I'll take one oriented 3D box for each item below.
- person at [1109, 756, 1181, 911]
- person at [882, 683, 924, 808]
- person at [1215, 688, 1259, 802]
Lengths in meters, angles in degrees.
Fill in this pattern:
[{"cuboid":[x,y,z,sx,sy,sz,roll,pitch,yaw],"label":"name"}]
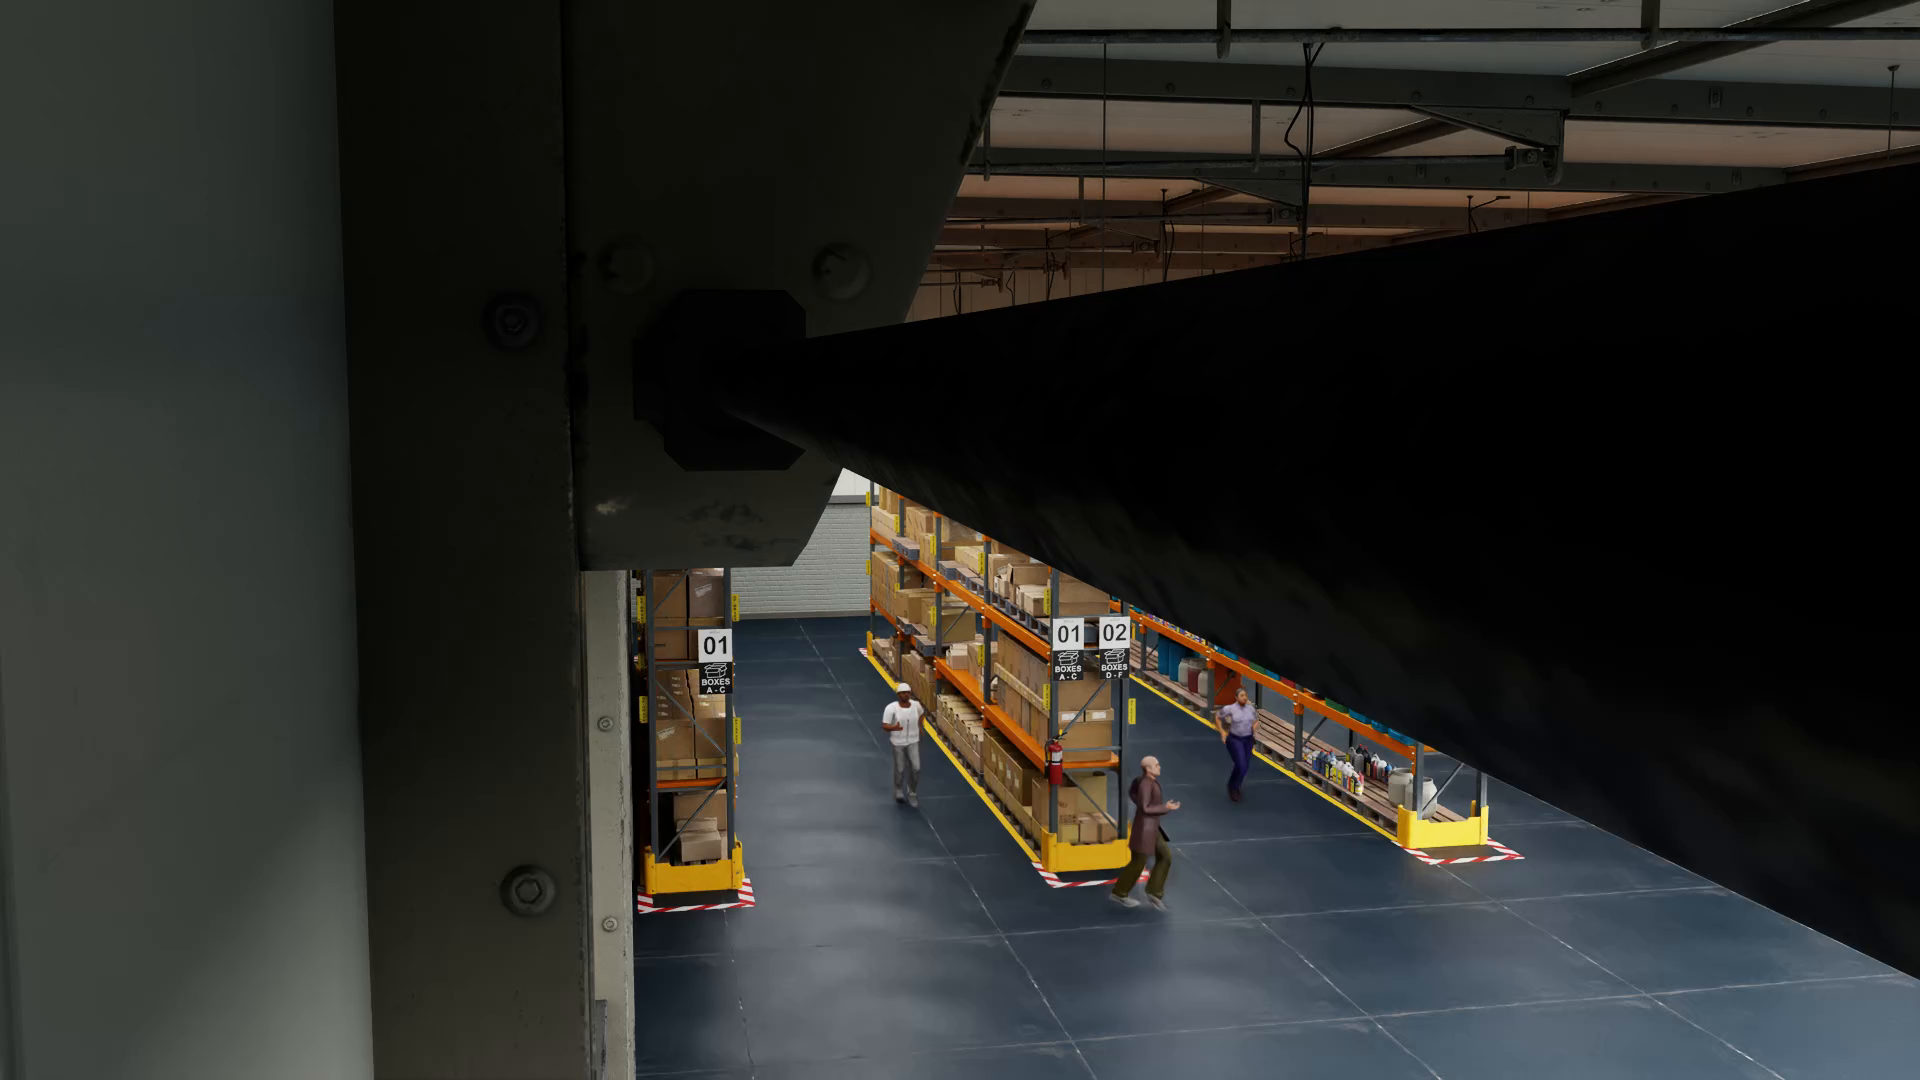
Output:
[{"cuboid":[2.193,3.446,19.436,0.789,1.829,0.707,2,6,16],"label":"person"},{"cuboid":[-0.785,2.958,23.971,0.673,1.812,0.700,-2,6,-15],"label":"person"},{"cuboid":[4.096,2.998,24.296,0.577,1.639,0.682,-3,6,-23],"label":"person"}]
